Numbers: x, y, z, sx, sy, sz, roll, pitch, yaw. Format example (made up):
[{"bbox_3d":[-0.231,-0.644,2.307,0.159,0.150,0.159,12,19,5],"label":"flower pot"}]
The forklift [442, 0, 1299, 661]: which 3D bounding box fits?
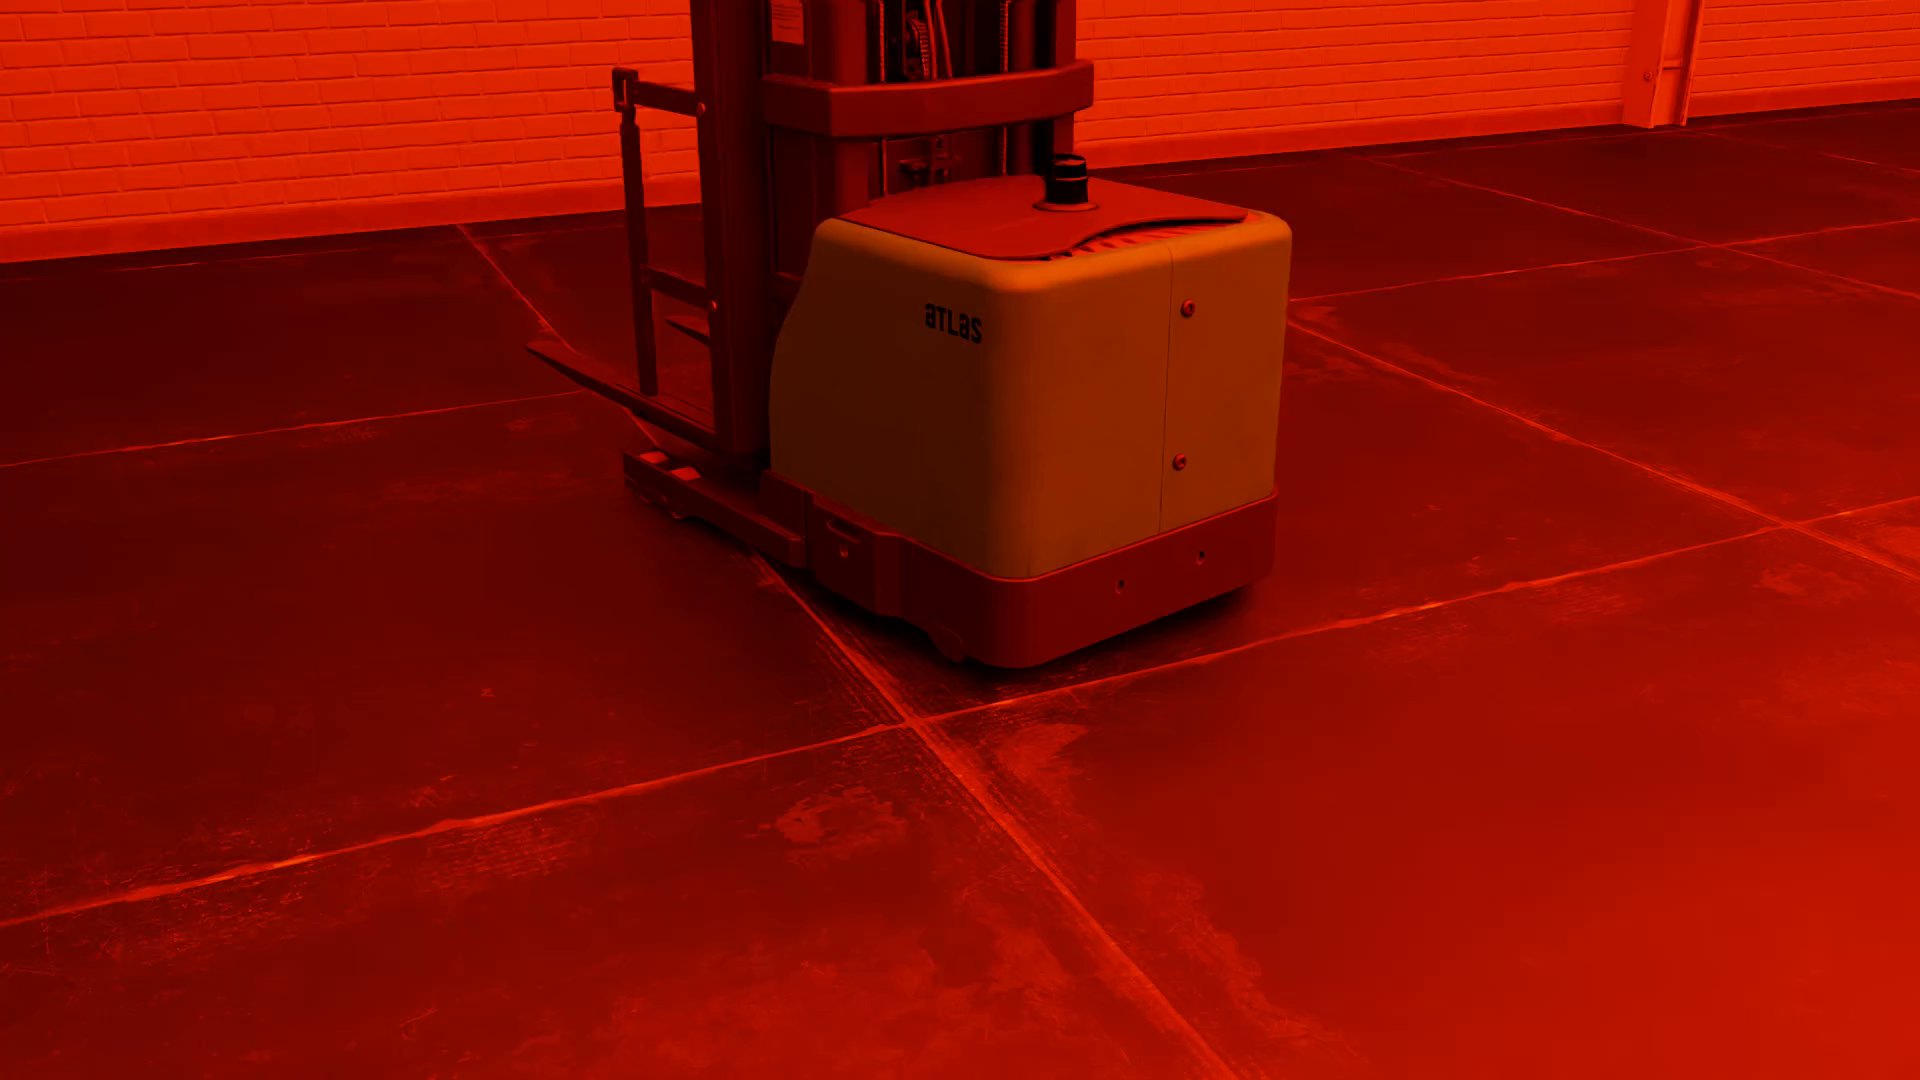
[{"bbox_3d":[-0.515,-1.496,4.887,3.031,2.935,1.130,18,29,37],"label":"forklift"}]
